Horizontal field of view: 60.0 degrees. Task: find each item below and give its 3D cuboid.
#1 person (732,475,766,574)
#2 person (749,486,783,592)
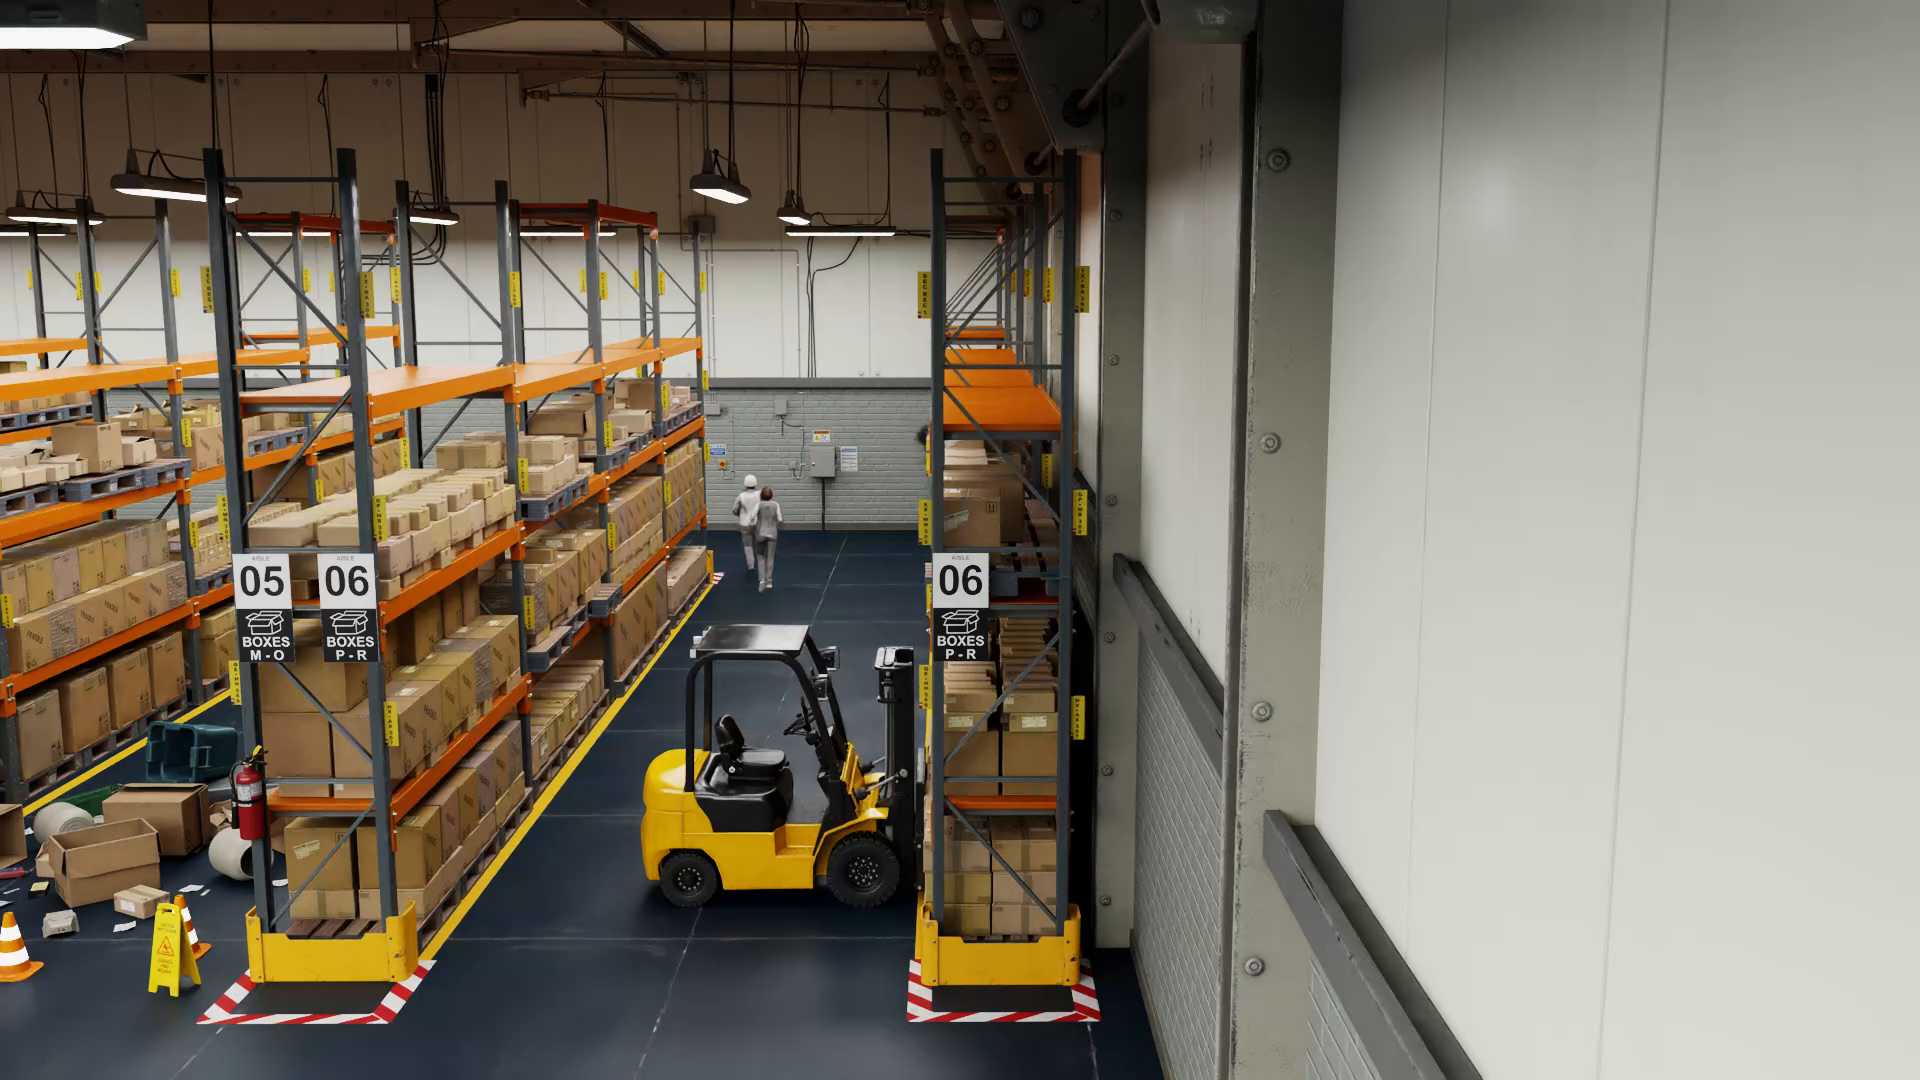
[{"bbox_3d":[-3.573,-0.274,28.624,0.683,1.731,0.914,-2,9,-10],"label":"person"},{"bbox_3d":[-2.995,0.002,25.717,0.513,1.683,0.684,-1,9,-8],"label":"person"}]
